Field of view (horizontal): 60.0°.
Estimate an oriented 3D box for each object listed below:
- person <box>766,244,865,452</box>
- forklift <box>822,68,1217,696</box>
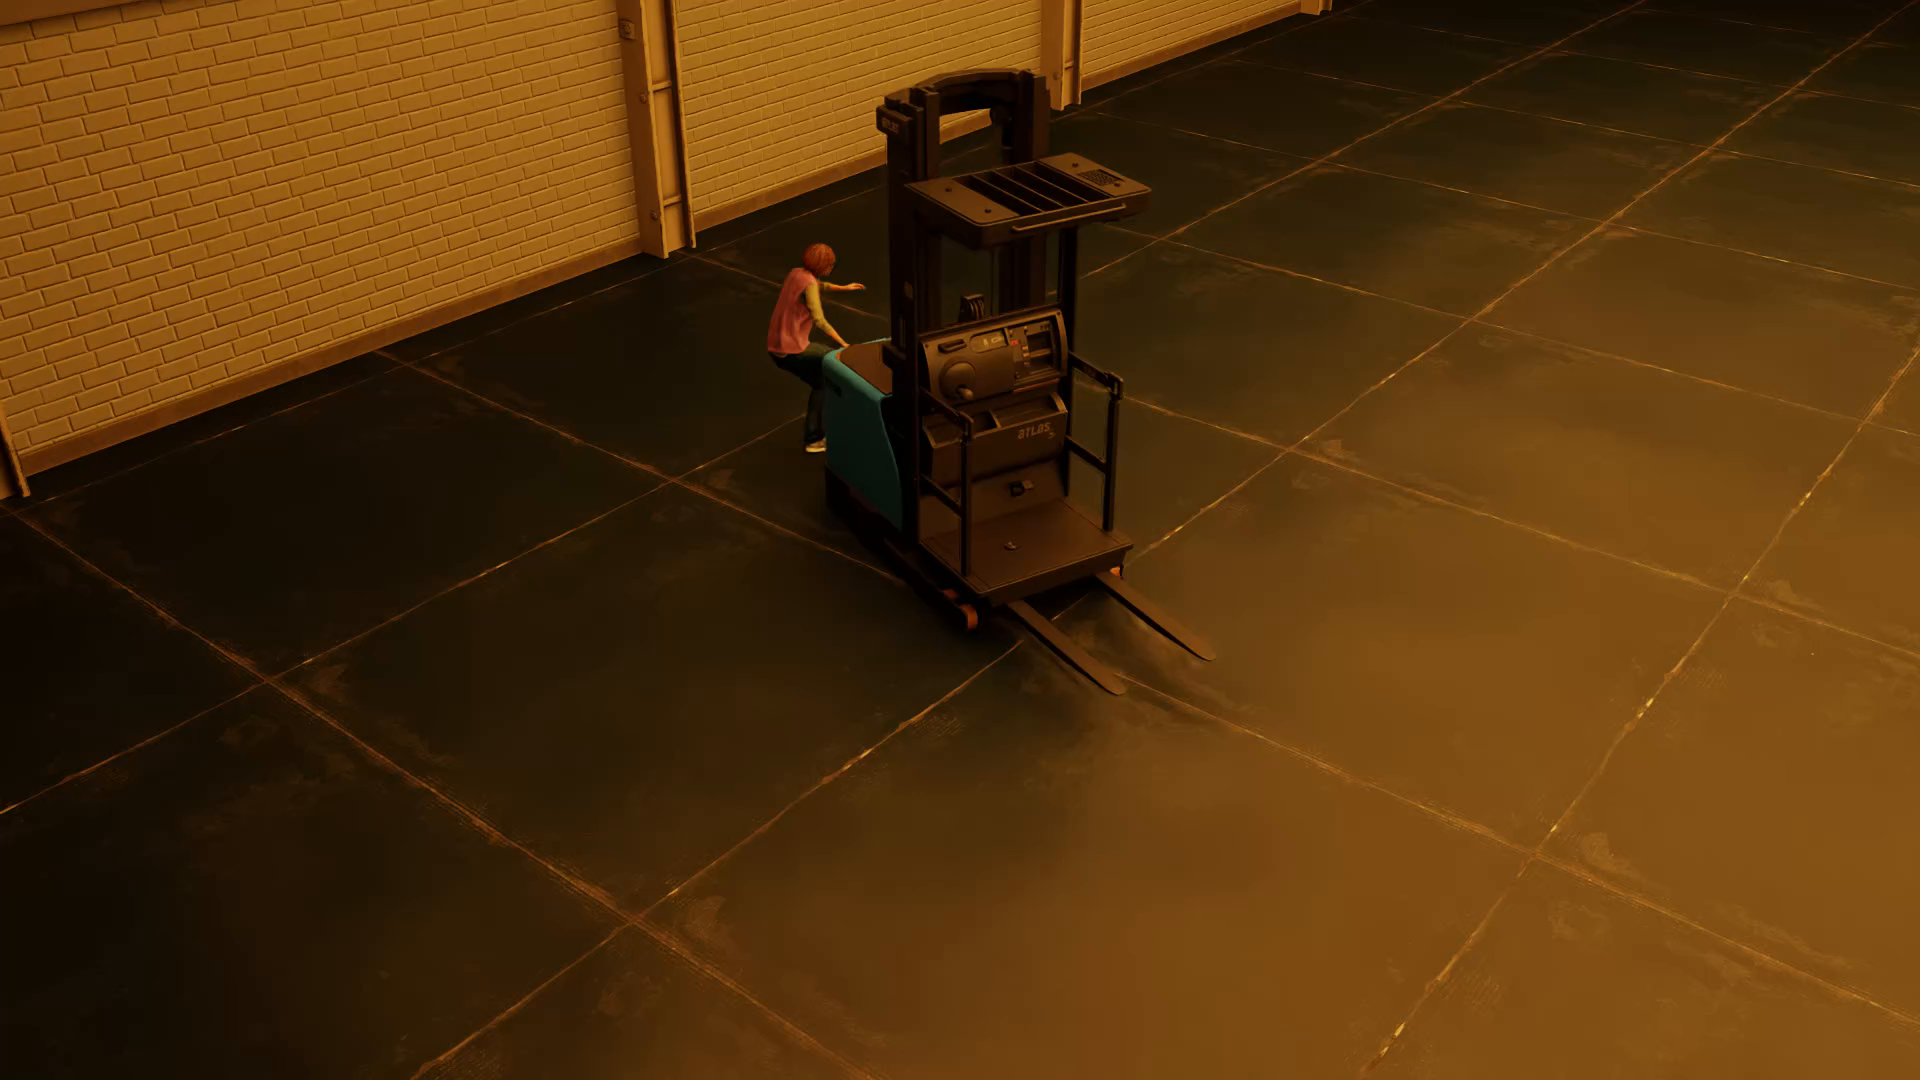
[{"bbox_3d":[-0.918,-1.353,11.485,0.827,1.365,0.825,-20,36,-31],"label":"person"},{"bbox_3d":[0.317,-1.003,9.311,1.130,2.935,3.031,-17,34,-27],"label":"forklift"}]
